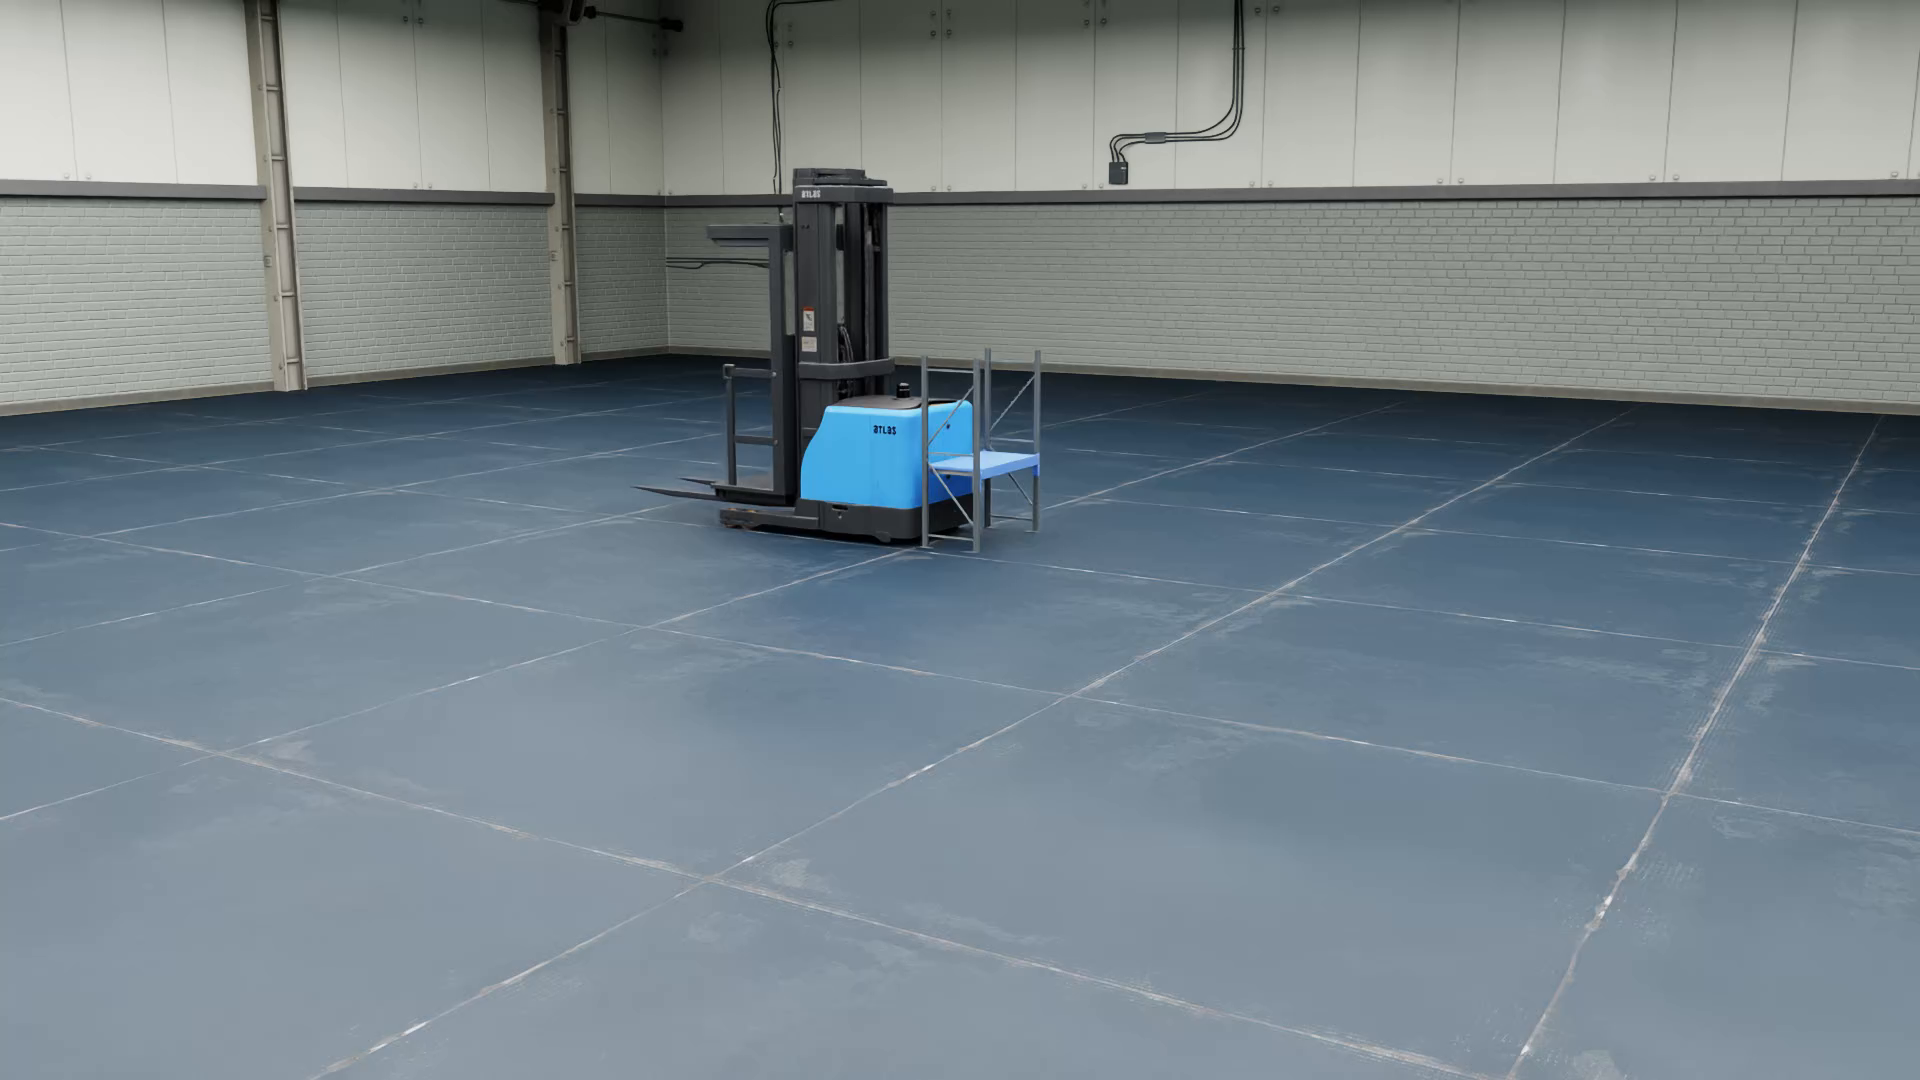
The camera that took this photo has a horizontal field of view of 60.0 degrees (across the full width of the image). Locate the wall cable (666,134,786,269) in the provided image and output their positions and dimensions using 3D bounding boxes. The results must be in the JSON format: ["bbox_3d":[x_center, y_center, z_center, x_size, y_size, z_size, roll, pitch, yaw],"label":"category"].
[{"bbox_3d":[-4.619,-6.508,32.115,3.097,2.526,0.112,6,12,31],"label":"wall cable"}]

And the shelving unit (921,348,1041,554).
[{"bbox_3d":[0.178,-0.735,13.219,0.538,1.500,1.048,6,12,29],"label":"shelving unit"}]

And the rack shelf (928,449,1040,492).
[{"bbox_3d":[0.178,-0.558,13.252,0.538,0.185,1.000,6,12,29],"label":"rack shelf"}]

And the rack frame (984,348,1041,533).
[{"bbox_3d":[0.427,-0.817,13.655,0.500,1.500,0.032,6,12,29],"label":"rack frame"}]

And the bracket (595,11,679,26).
[{"bbox_3d":[-5.836,-9.778,31.360,0.076,0.066,3.189,6,12,31],"label":"bracket"}]

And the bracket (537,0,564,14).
[{"bbox_3d":[-7.191,-9.367,29.168,0.235,0.232,0.430,6,12,31],"label":"bracket"}]

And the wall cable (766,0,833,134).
[{"bbox_3d":[-2.307,-8.732,30.270,3.097,2.526,0.112,6,12,31],"label":"wall cable"}]

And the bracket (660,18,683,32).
[{"bbox_3d":[-5.529,-9.871,31.857,0.235,0.232,0.430,6,12,31],"label":"bracket"}]

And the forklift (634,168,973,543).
[{"bbox_3d":[-1.411,-1.597,13.934,3.031,2.935,1.130,6,12,31],"label":"forklift"}]

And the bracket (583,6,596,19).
[{"bbox_3d":[-6.760,-9.498,29.866,0.235,0.232,0.430,6,12,31],"label":"bracket"}]

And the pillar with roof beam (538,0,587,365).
[{"bbox_3d":[-3.599,-7.286,27.832,9.100,9.000,0.548,6,12,31],"label":"pillar with roof beam"}]

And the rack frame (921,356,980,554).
[{"bbox_3d":[-0.072,-0.654,12.784,0.500,1.500,0.032,6,12,29],"label":"rack frame"}]

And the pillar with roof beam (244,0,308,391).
[{"bbox_3d":[-6.714,-6.342,22.792,9.100,9.000,0.400,6,12,31],"label":"pillar with roof beam"}]

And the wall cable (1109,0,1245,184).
[{"bbox_3d":[3.487,-8.796,26.659,2.305,6.003,0.169,6,12,31],"label":"wall cable"}]

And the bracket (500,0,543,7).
[{"bbox_3d":[-8.528,-8.962,27.004,0.076,0.066,4.783,6,12,31],"label":"bracket"}]
